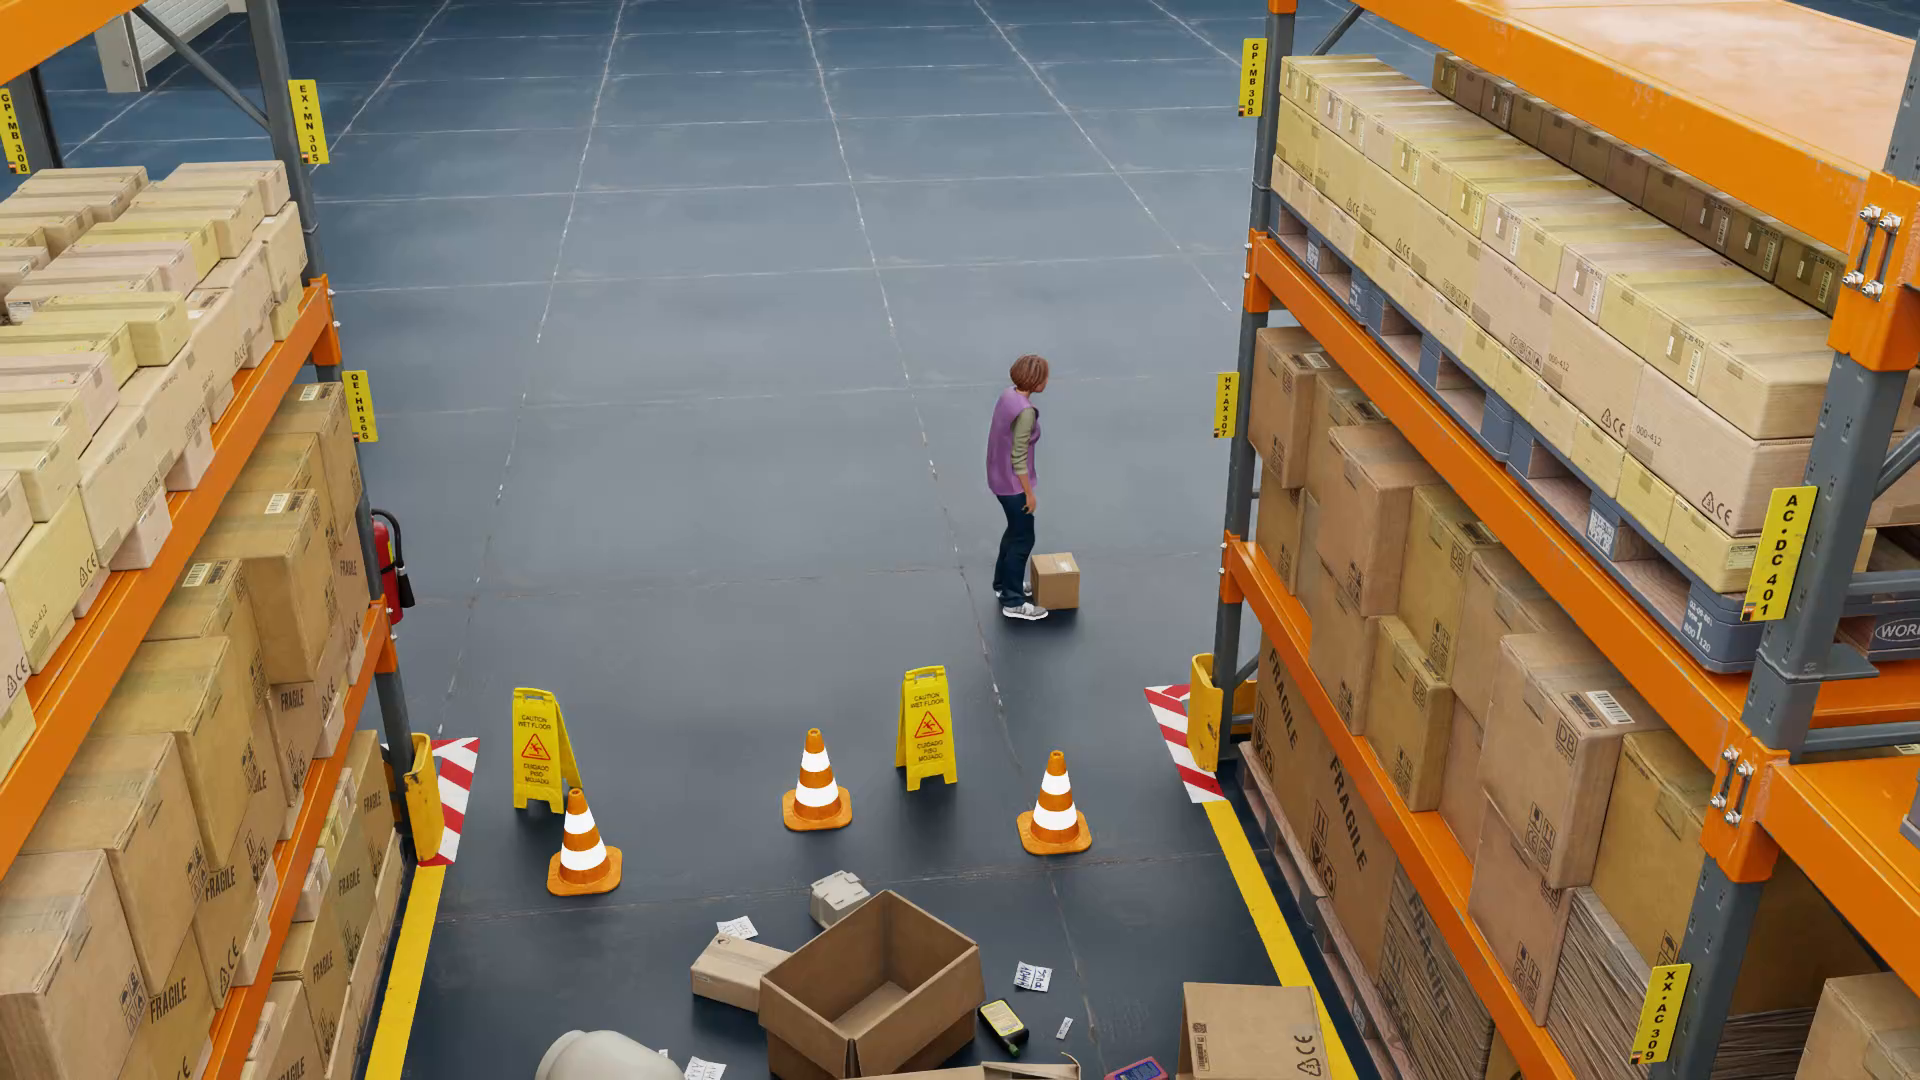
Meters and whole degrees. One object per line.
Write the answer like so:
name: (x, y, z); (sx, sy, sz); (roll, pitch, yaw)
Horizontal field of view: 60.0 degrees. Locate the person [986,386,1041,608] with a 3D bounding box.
person: (0.310, -0.266, 9.749); (0.292, 1.328, 0.464); (-4, 28, -8)
